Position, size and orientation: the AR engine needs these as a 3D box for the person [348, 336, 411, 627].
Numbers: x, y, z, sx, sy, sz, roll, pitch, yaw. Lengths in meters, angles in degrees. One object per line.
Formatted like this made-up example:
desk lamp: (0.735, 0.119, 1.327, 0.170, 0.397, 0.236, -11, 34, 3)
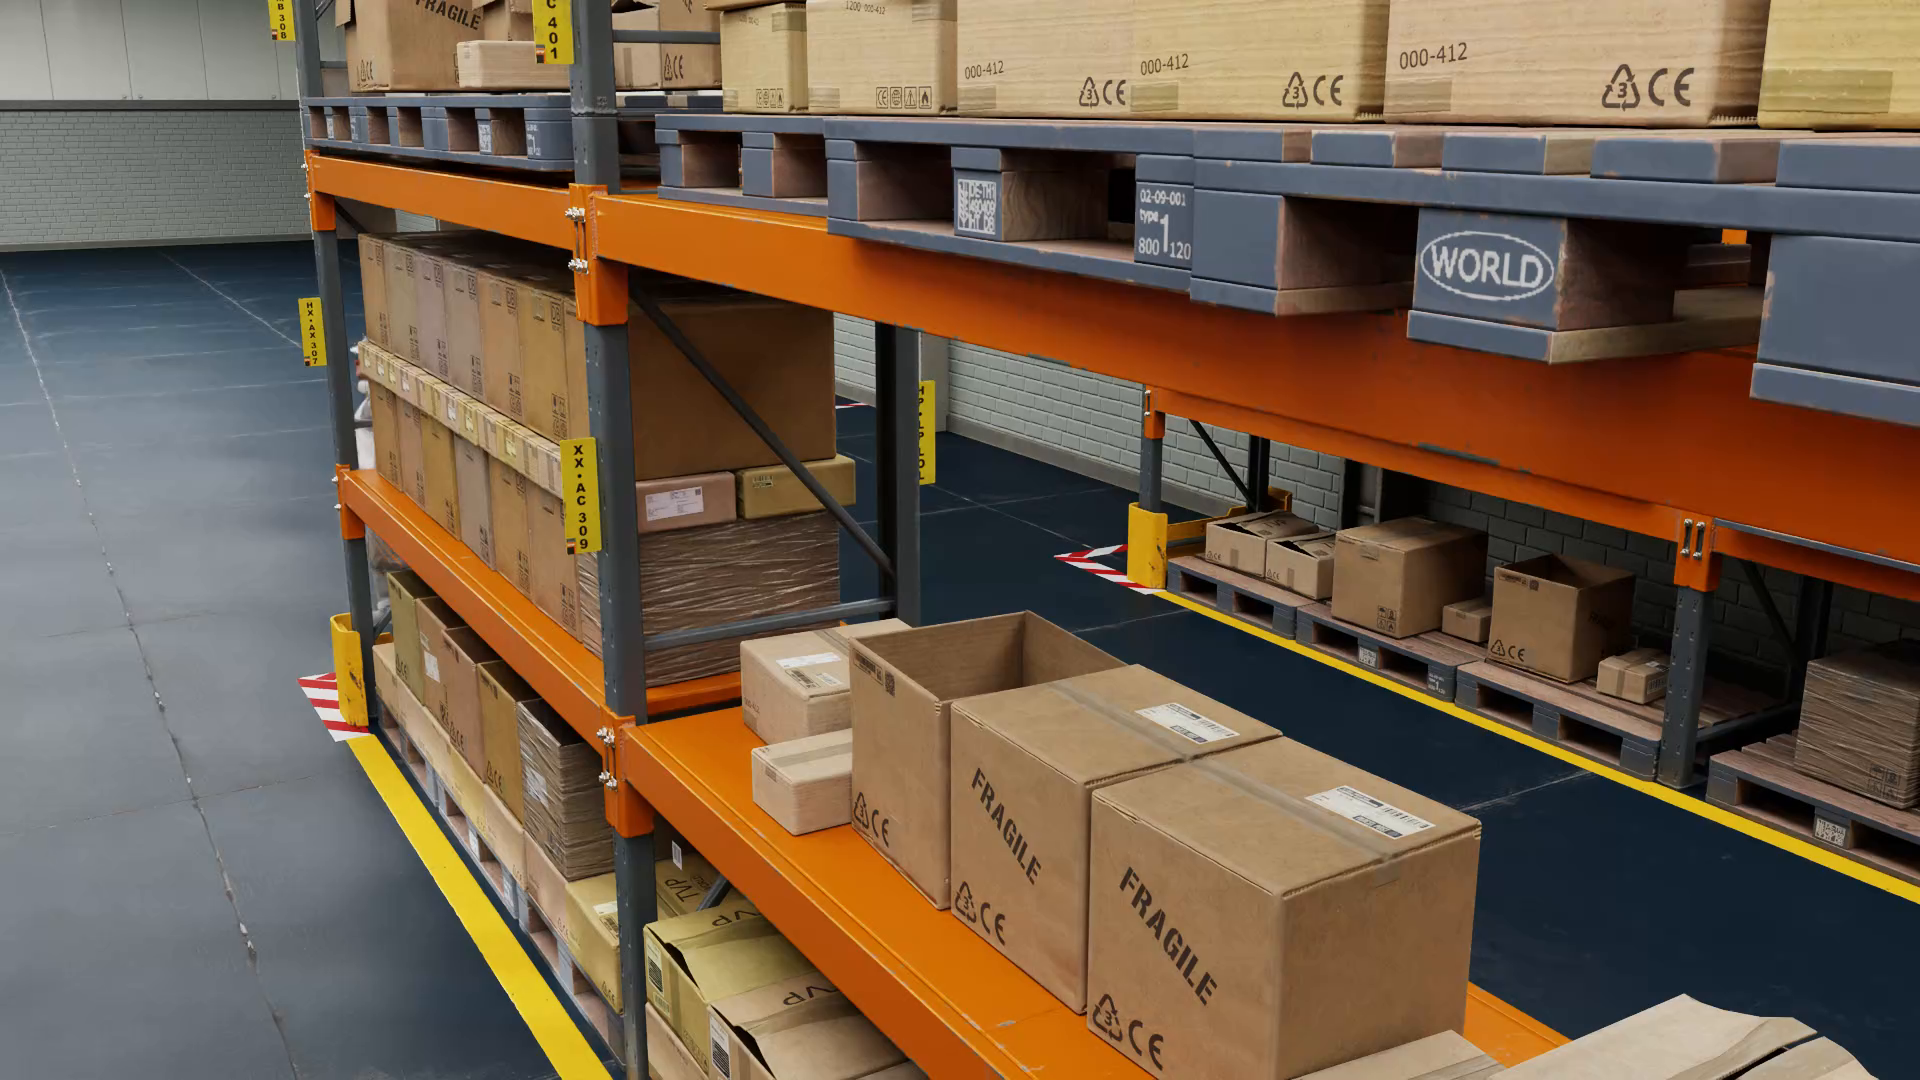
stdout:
person: (-3.259, -0.334, 9.690, 0.680, 1.754, 0.543, -5, 15, -17)
